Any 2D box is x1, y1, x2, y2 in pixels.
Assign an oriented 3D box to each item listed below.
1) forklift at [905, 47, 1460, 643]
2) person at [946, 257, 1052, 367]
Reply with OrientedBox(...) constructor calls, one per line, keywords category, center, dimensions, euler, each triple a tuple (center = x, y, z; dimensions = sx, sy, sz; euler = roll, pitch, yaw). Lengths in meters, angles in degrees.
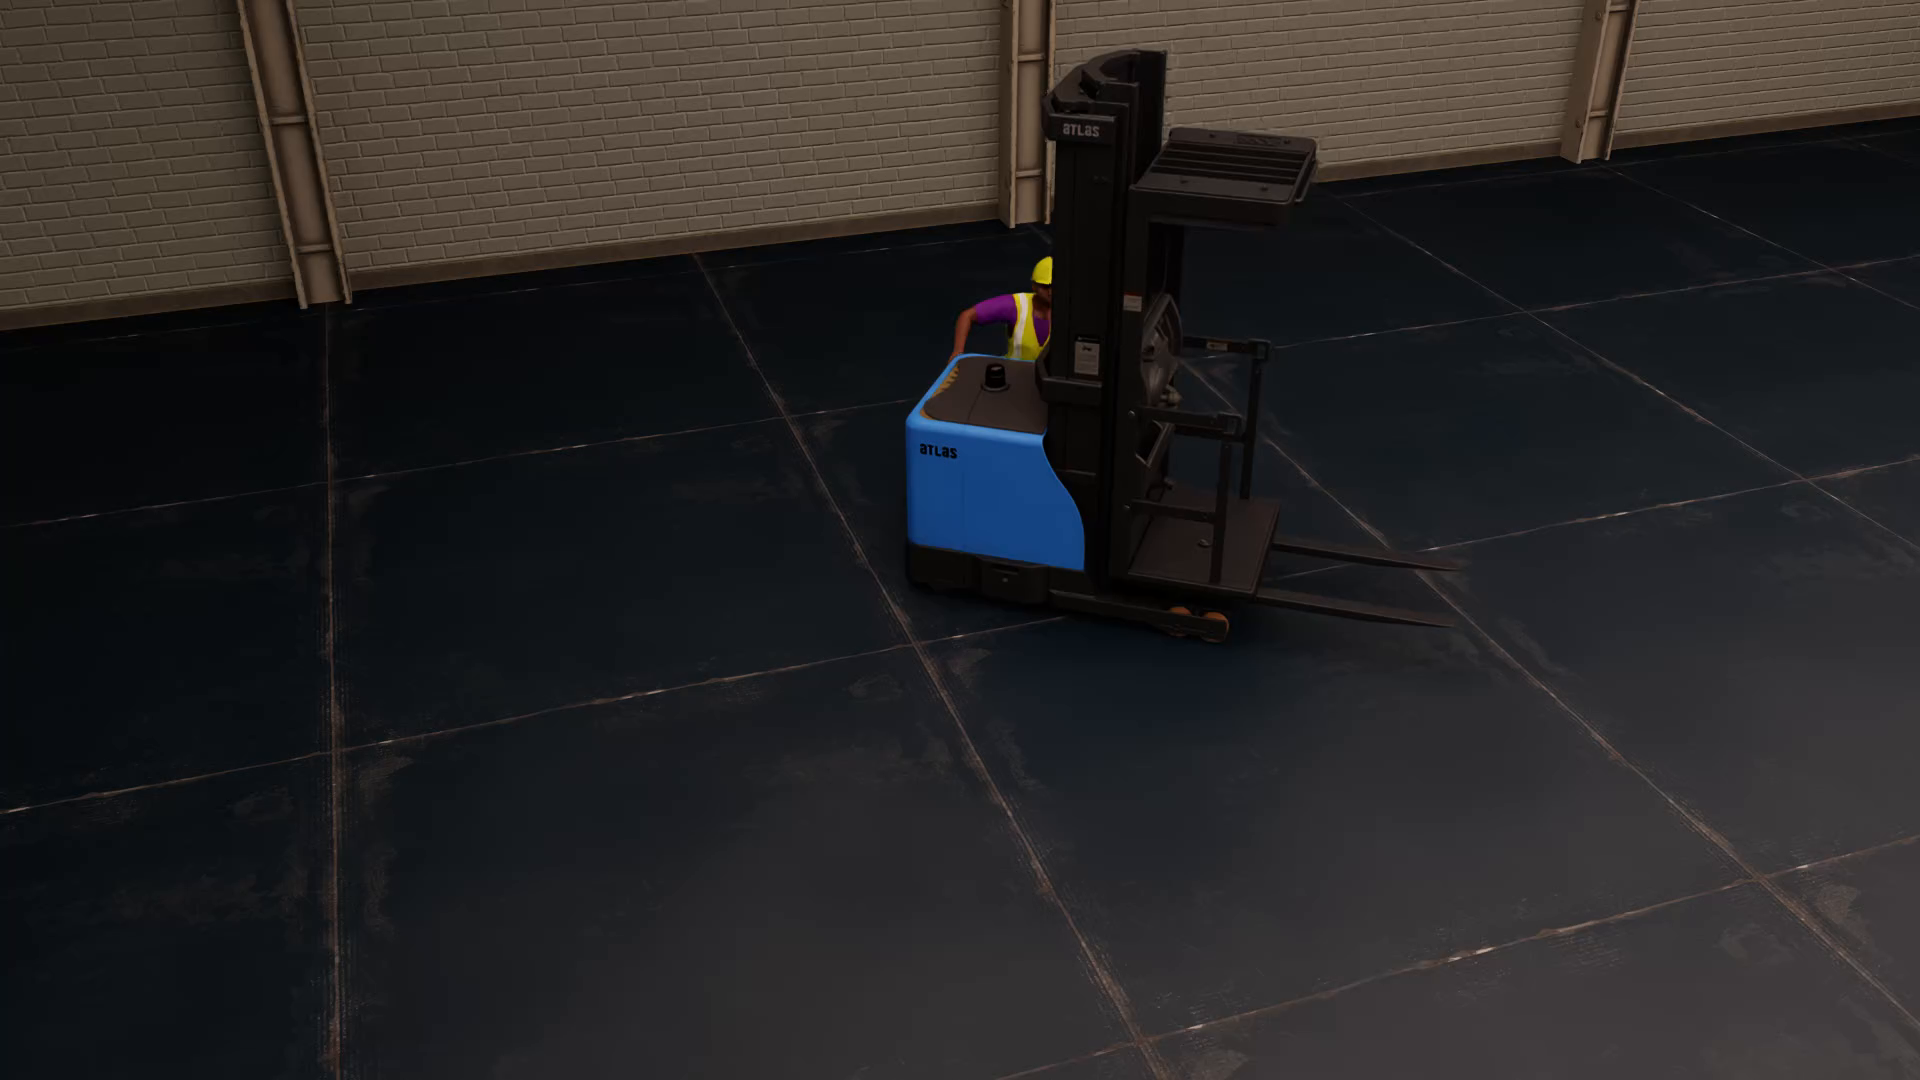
OrientedBox(category="forklift", center=(1.262, -1.006, 8.836), dimensions=(3.031, 2.935, 1.130), euler=(9, 31, 15))
OrientedBox(category="person", center=(0.465, -0.883, 10.040), dimensions=(1.108, 1.532, 0.876), euler=(-4, 30, -8))
